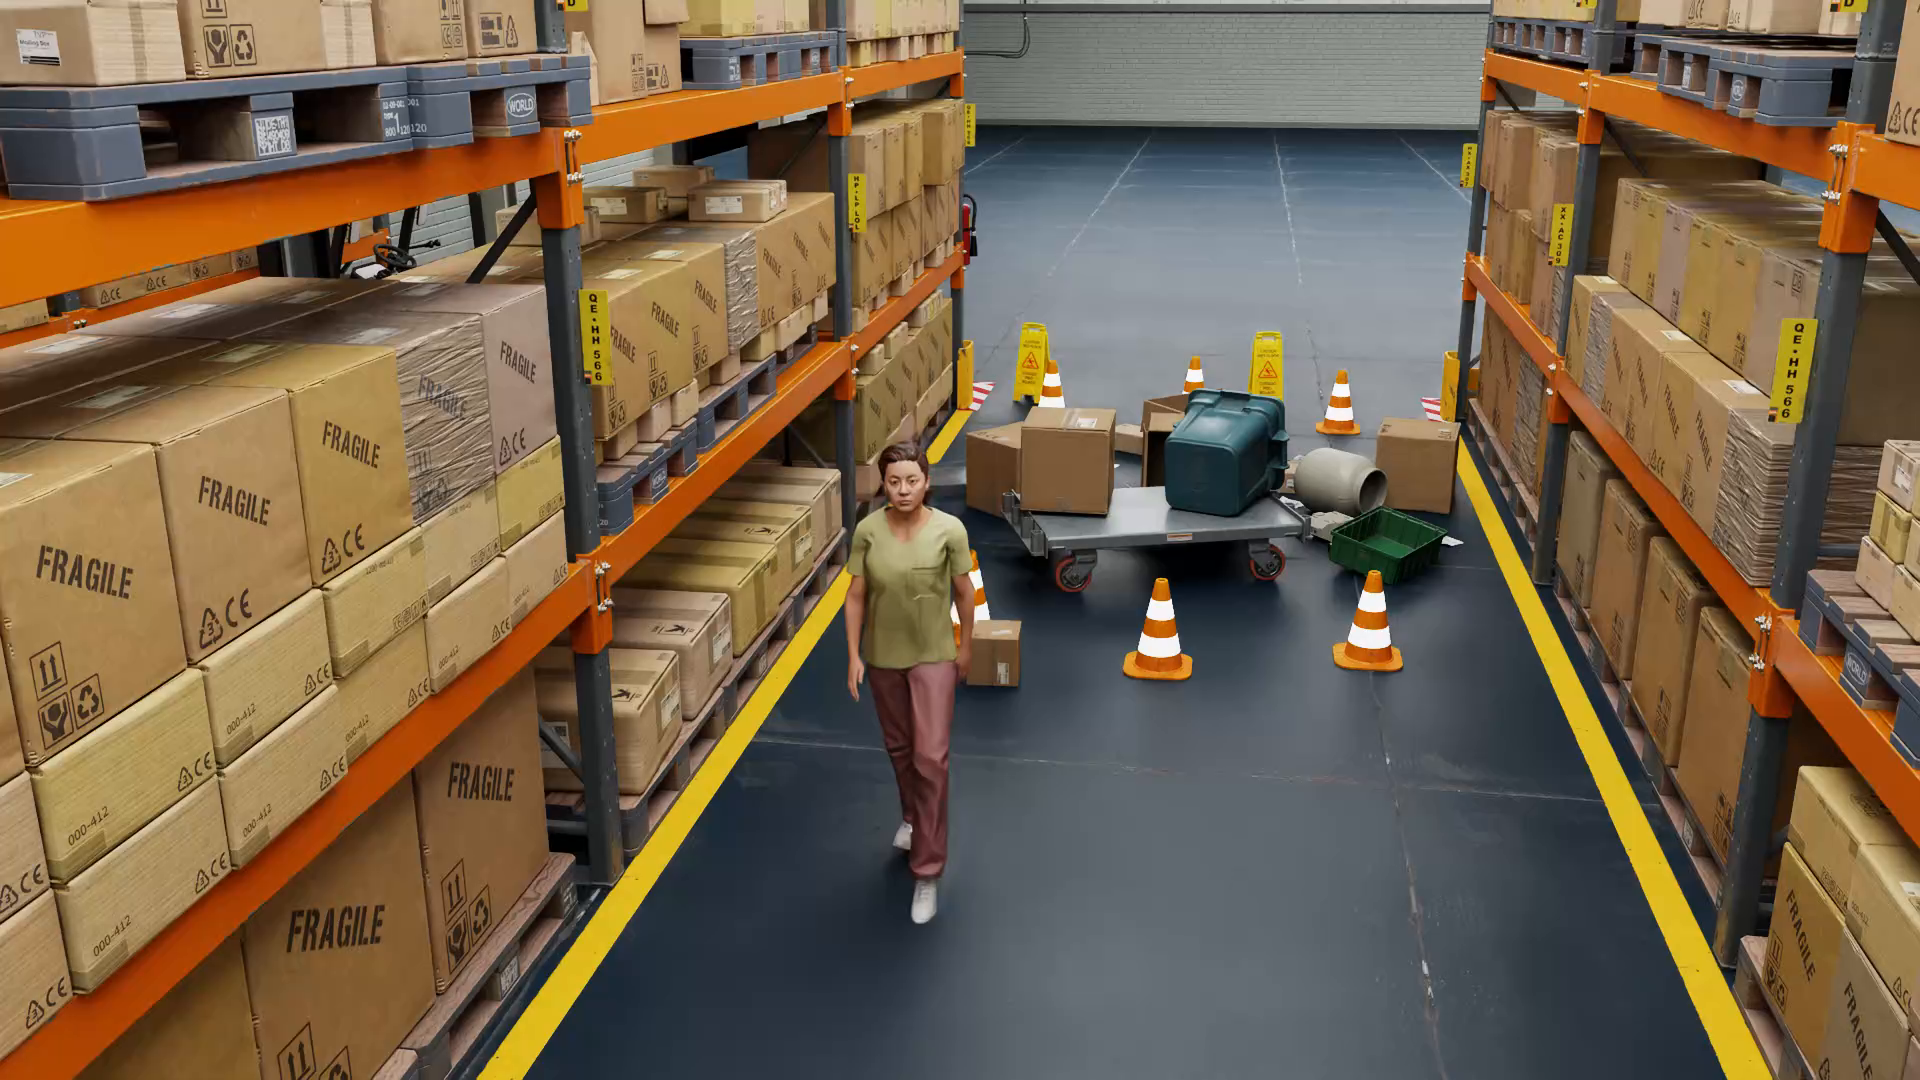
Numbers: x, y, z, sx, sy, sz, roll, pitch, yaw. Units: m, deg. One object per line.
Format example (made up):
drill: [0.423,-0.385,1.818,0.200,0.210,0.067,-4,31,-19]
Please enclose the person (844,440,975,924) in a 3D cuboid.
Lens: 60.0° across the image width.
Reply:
person: [-0.201,0.482,6.102,0.459,1.705,0.722,4,18,11]
